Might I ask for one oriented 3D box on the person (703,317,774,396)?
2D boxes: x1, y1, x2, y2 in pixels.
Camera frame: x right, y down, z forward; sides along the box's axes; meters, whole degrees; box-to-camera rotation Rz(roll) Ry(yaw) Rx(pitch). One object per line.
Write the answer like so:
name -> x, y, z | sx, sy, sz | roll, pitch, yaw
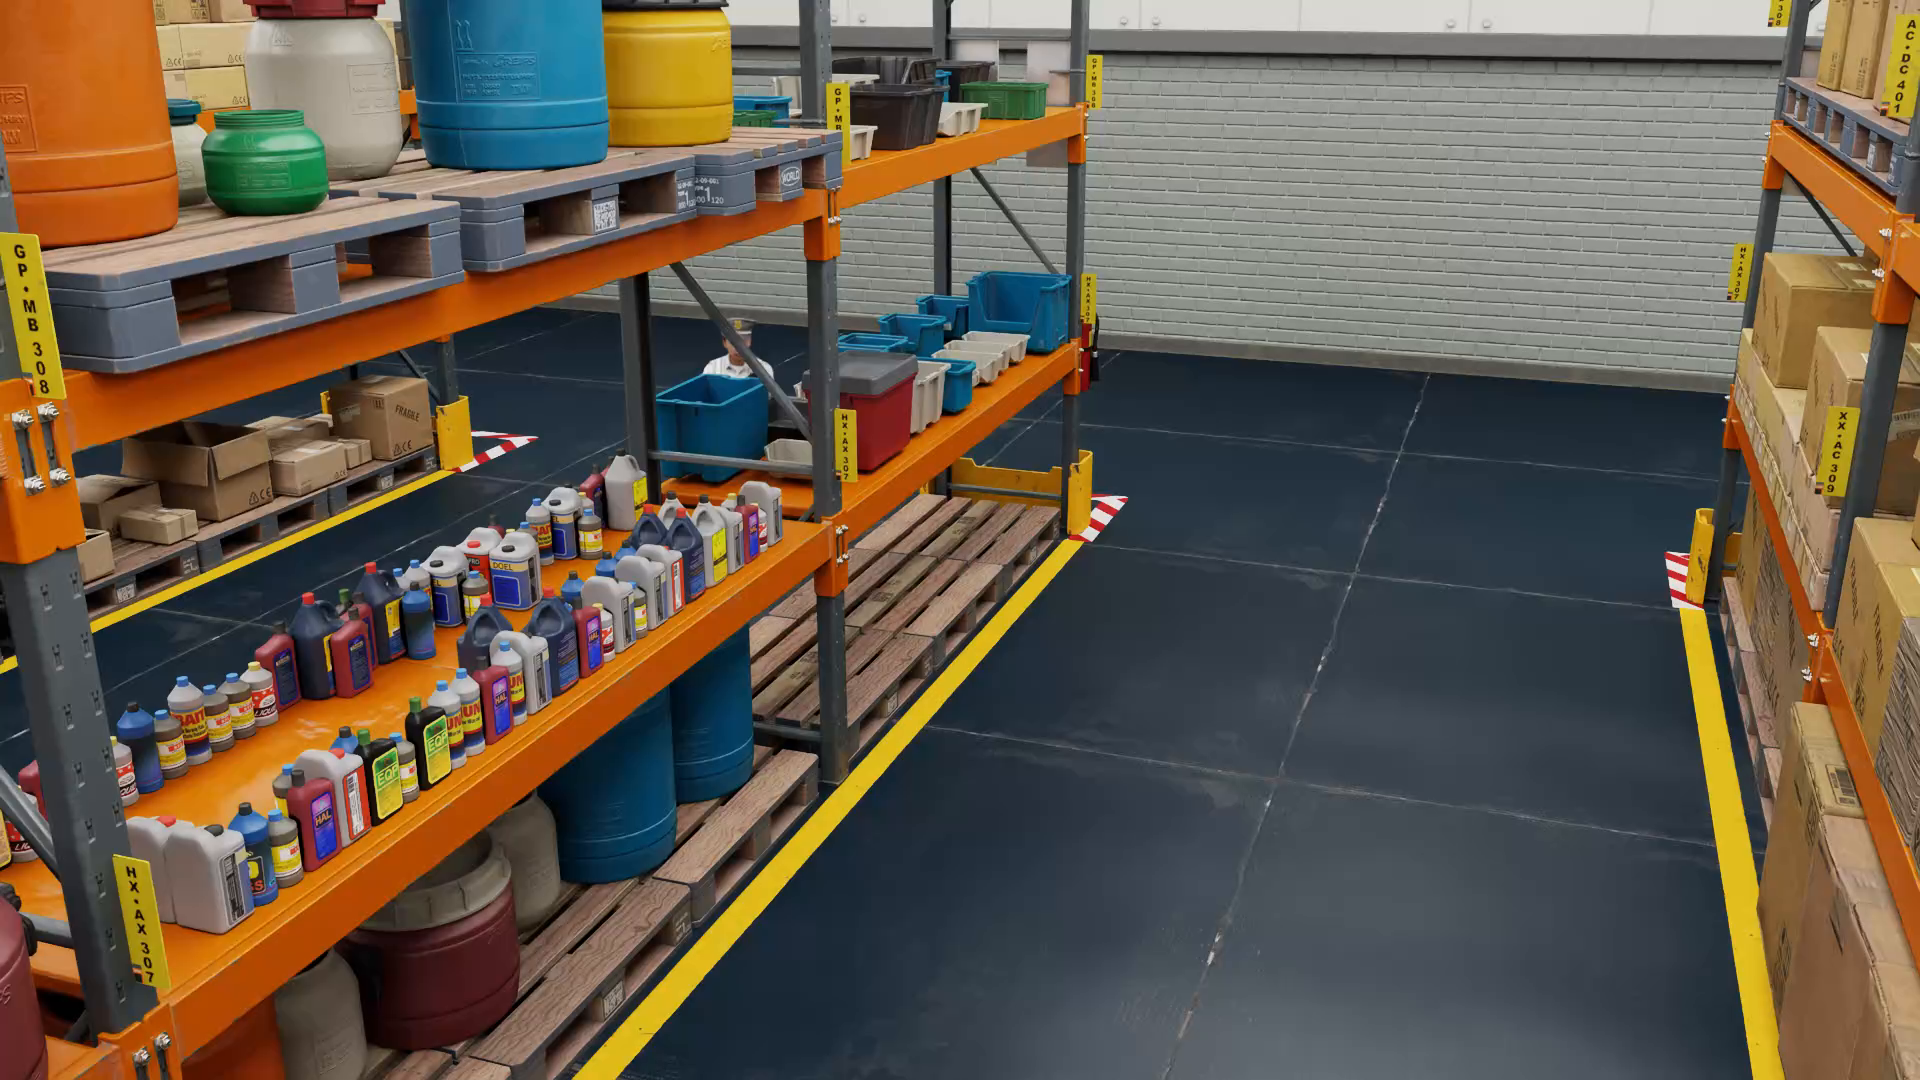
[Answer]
person -> -1.361, -0.598, 10.286 | 0.489, 1.621, 1.011 | 0, 19, 1
